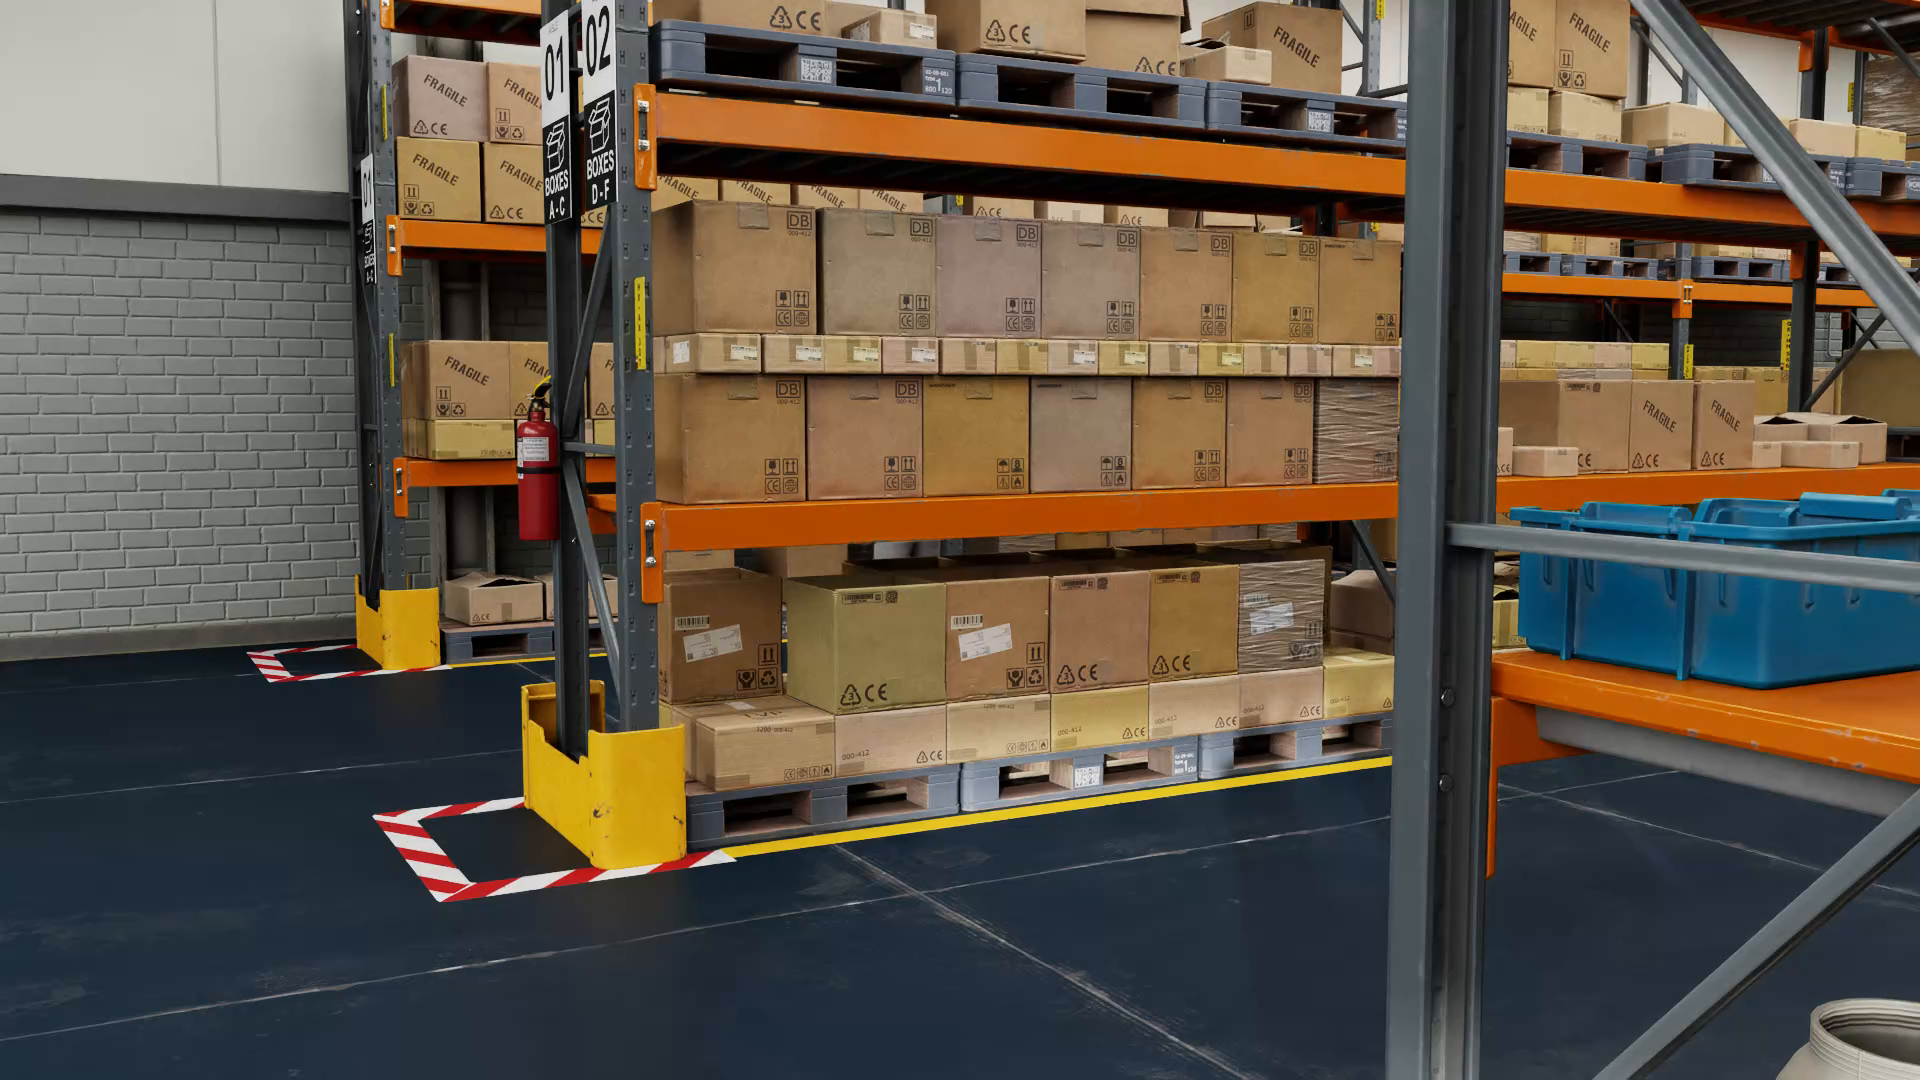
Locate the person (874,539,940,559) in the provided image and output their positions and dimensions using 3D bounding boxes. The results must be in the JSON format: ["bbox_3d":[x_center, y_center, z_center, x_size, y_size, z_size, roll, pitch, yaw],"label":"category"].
[{"bbox_3d":[-0.382,-0.096,10.723,0.494,1.767,0.563,-3,6,-28],"label":"person"}]
